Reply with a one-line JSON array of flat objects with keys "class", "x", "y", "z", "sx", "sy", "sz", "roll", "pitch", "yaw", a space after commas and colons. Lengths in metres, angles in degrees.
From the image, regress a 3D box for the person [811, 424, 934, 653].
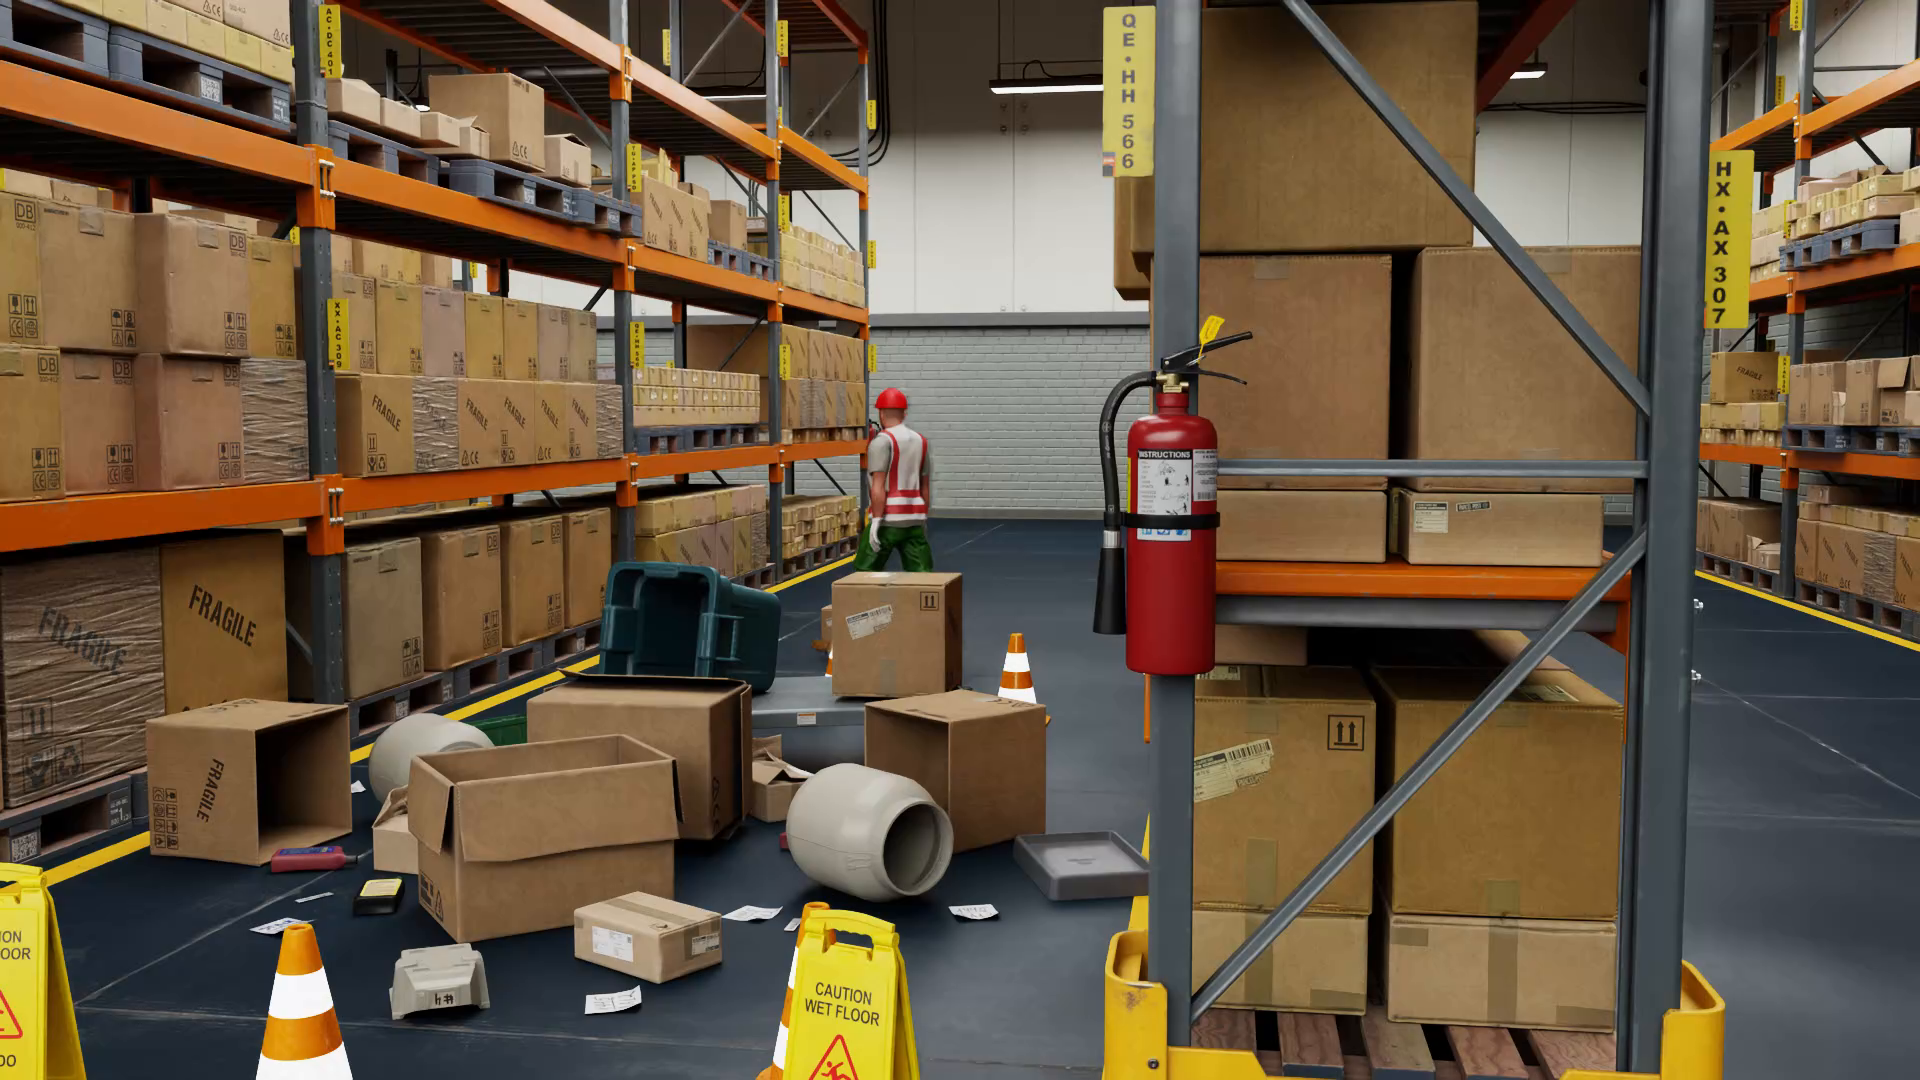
[{"class": "person", "x": -0.465, "y": 0.002, "z": 10.802, "sx": 0.889, "sy": 1.512, "sz": 0.616, "roll": 4, "pitch": 6, "yaw": 42}]
